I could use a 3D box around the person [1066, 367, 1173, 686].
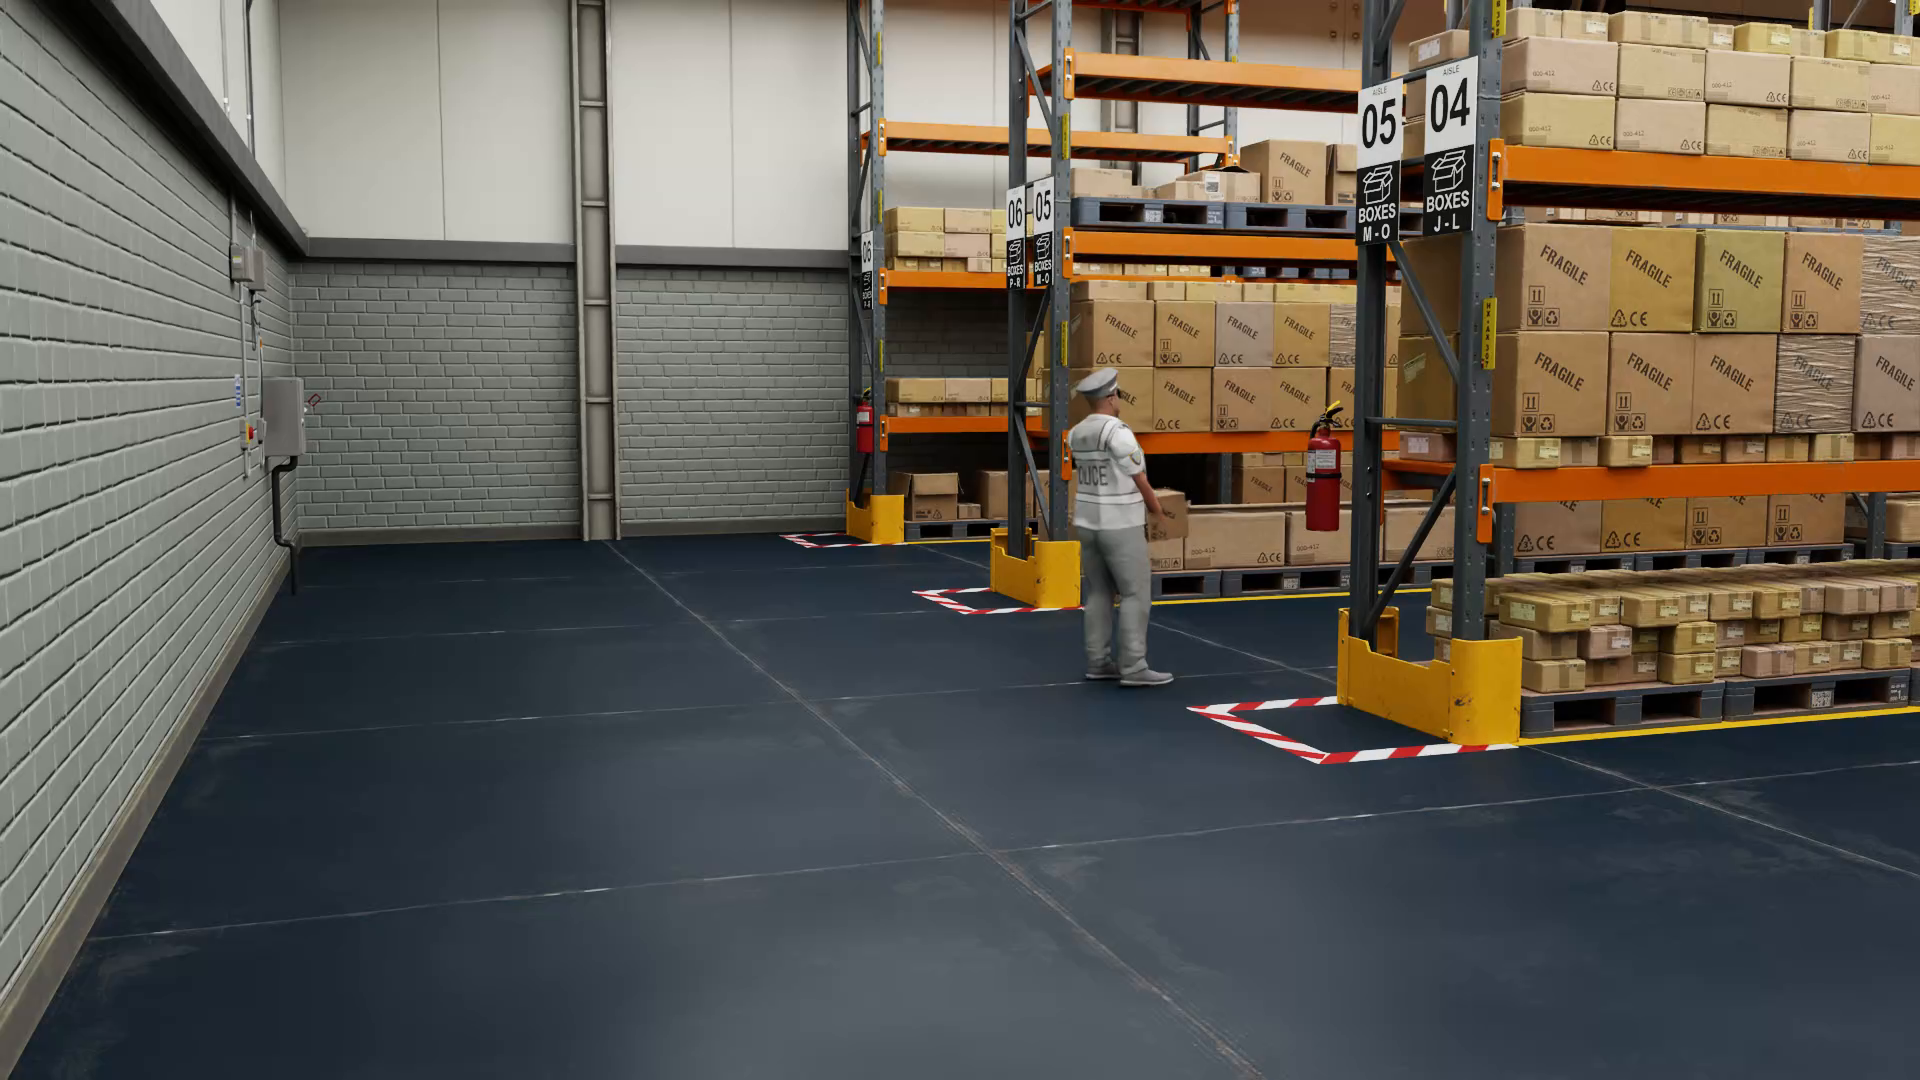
[{"bbox_3d":[0.914,-0.081,9.426,0.546,1.784,0.548,-4,7,-34],"label":"person"}]
